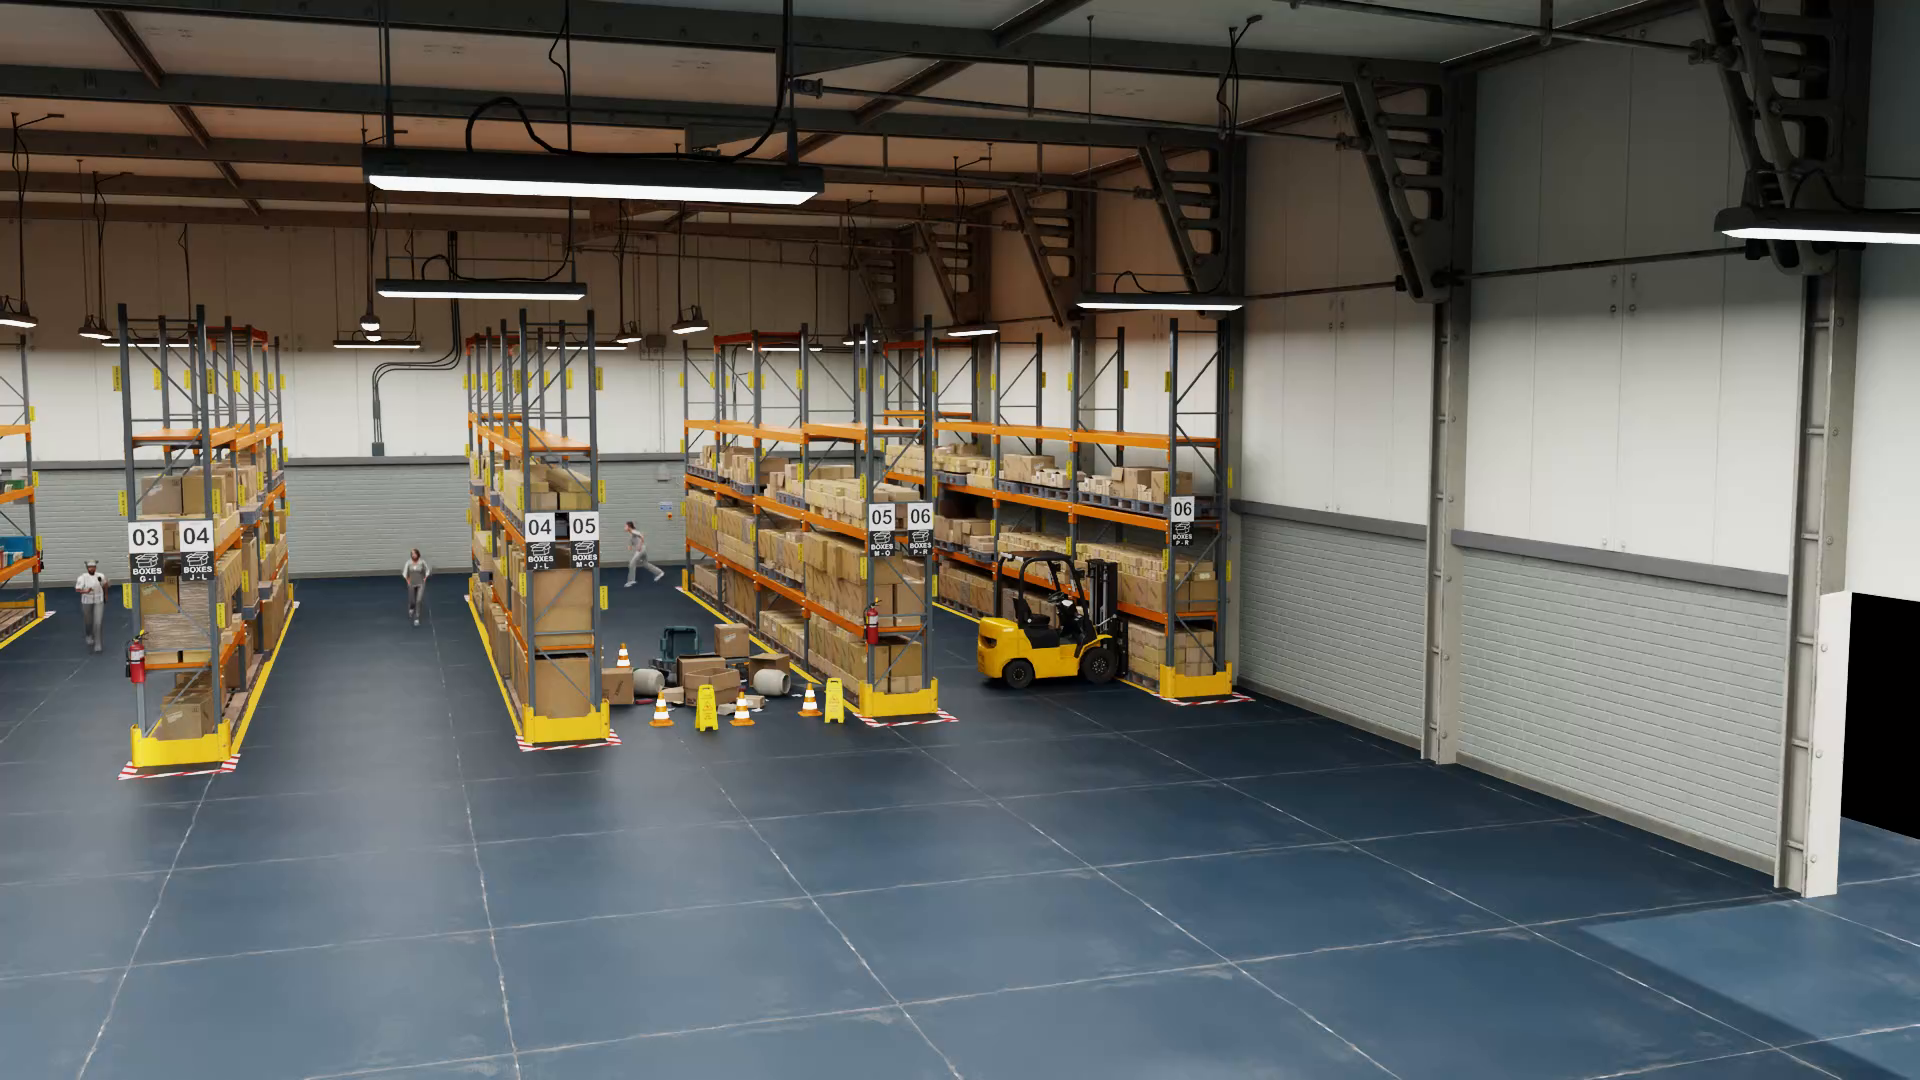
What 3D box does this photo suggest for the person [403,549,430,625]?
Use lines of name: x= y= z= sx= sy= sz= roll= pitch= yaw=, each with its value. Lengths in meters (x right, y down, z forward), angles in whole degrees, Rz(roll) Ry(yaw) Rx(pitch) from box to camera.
person: x=-11.281 y=0.961 z=34.552 sx=0.540 sy=1.581 sz=0.630 roll=-2 pitch=6 yaw=-16

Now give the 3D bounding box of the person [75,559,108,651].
person: x=-16.227 y=1.188 z=31.111 sx=0.573 sy=1.680 sz=0.938 roll=-3 pitch=6 yaw=-32

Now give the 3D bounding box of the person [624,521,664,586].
person: x=-7.784 y=0.343 z=40.943 sx=1.004 sy=1.634 sz=0.598 roll=-2 pitch=6 yaw=-23
